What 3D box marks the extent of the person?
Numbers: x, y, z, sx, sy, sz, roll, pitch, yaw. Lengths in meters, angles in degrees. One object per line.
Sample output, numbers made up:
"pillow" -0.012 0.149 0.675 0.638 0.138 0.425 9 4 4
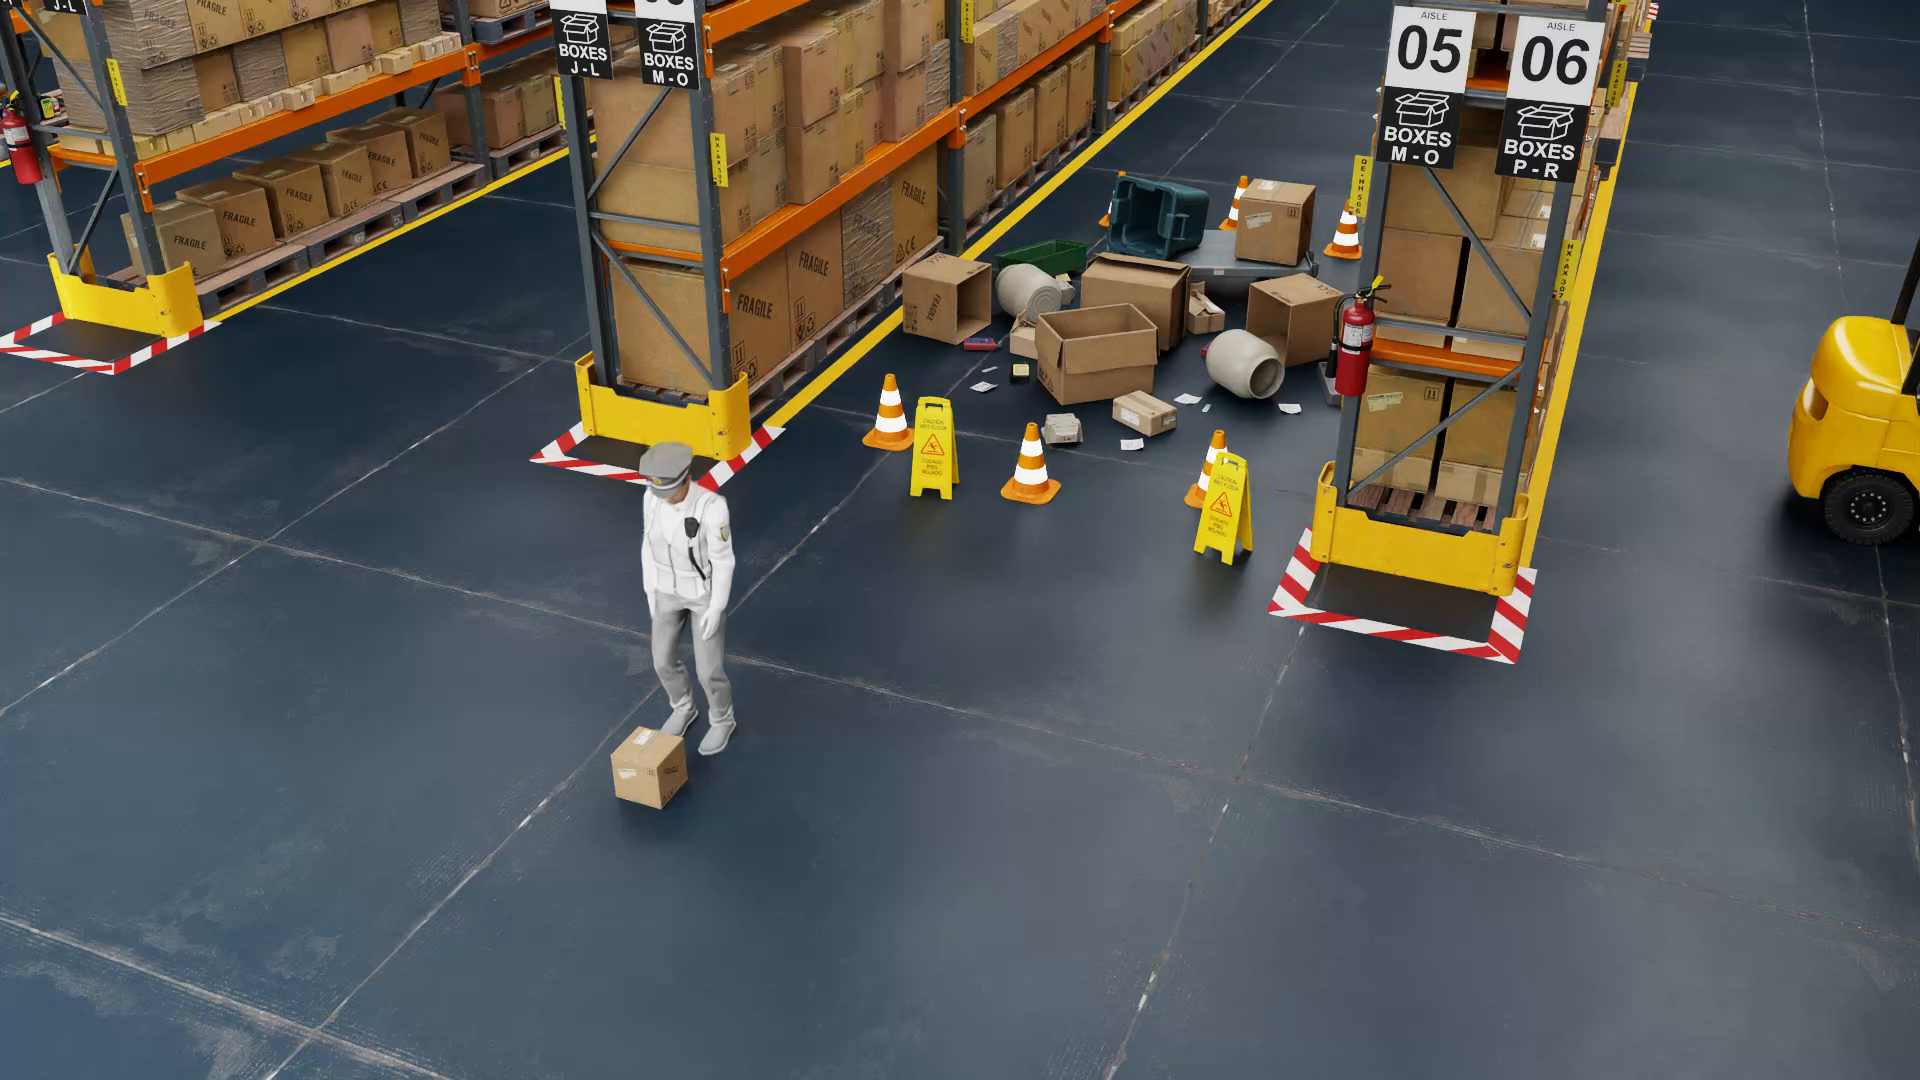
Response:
"person" -1.290 0.278 7.940 0.492 1.642 0.412 12 32 20
